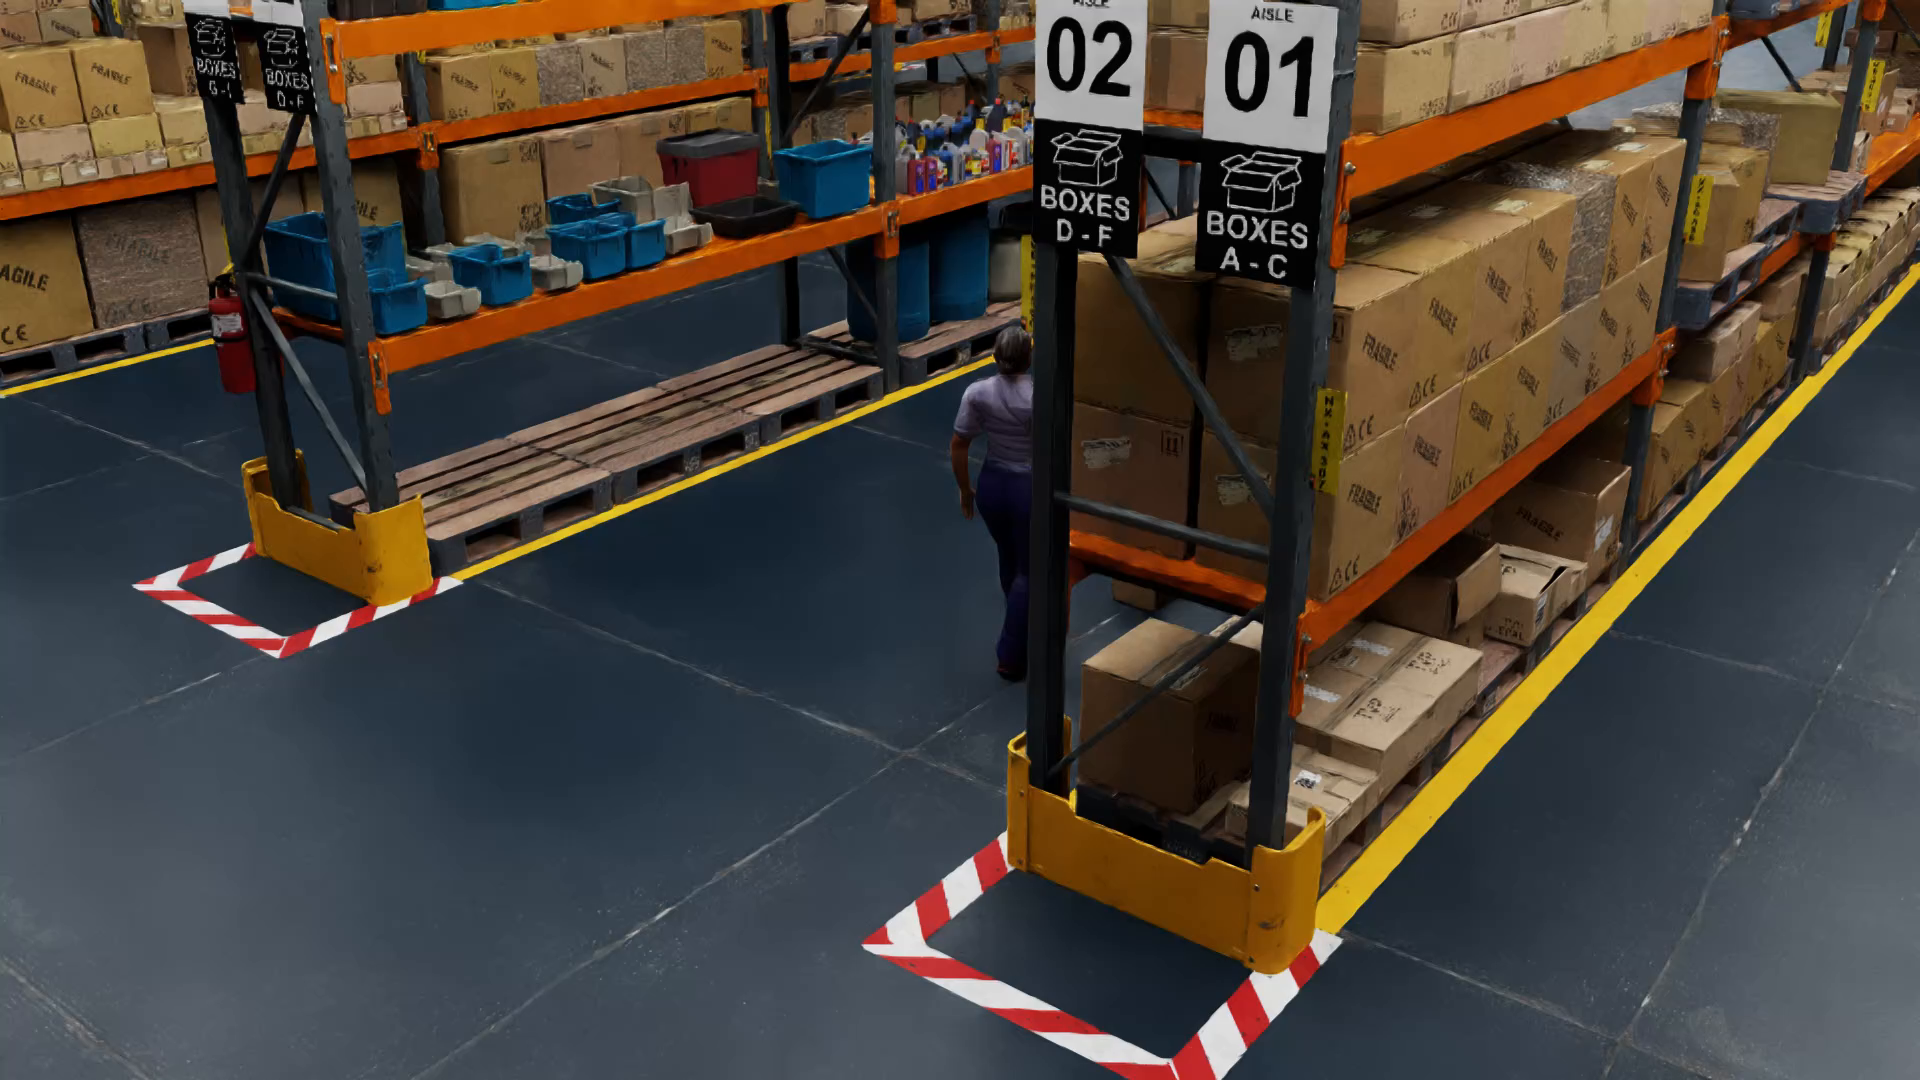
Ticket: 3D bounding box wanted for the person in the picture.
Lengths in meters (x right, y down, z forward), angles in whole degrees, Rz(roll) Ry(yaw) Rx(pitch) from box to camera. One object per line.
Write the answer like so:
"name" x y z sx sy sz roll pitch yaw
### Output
"person" 0.324 -0.239 7.694 0.549 1.636 0.764 14 27 28
